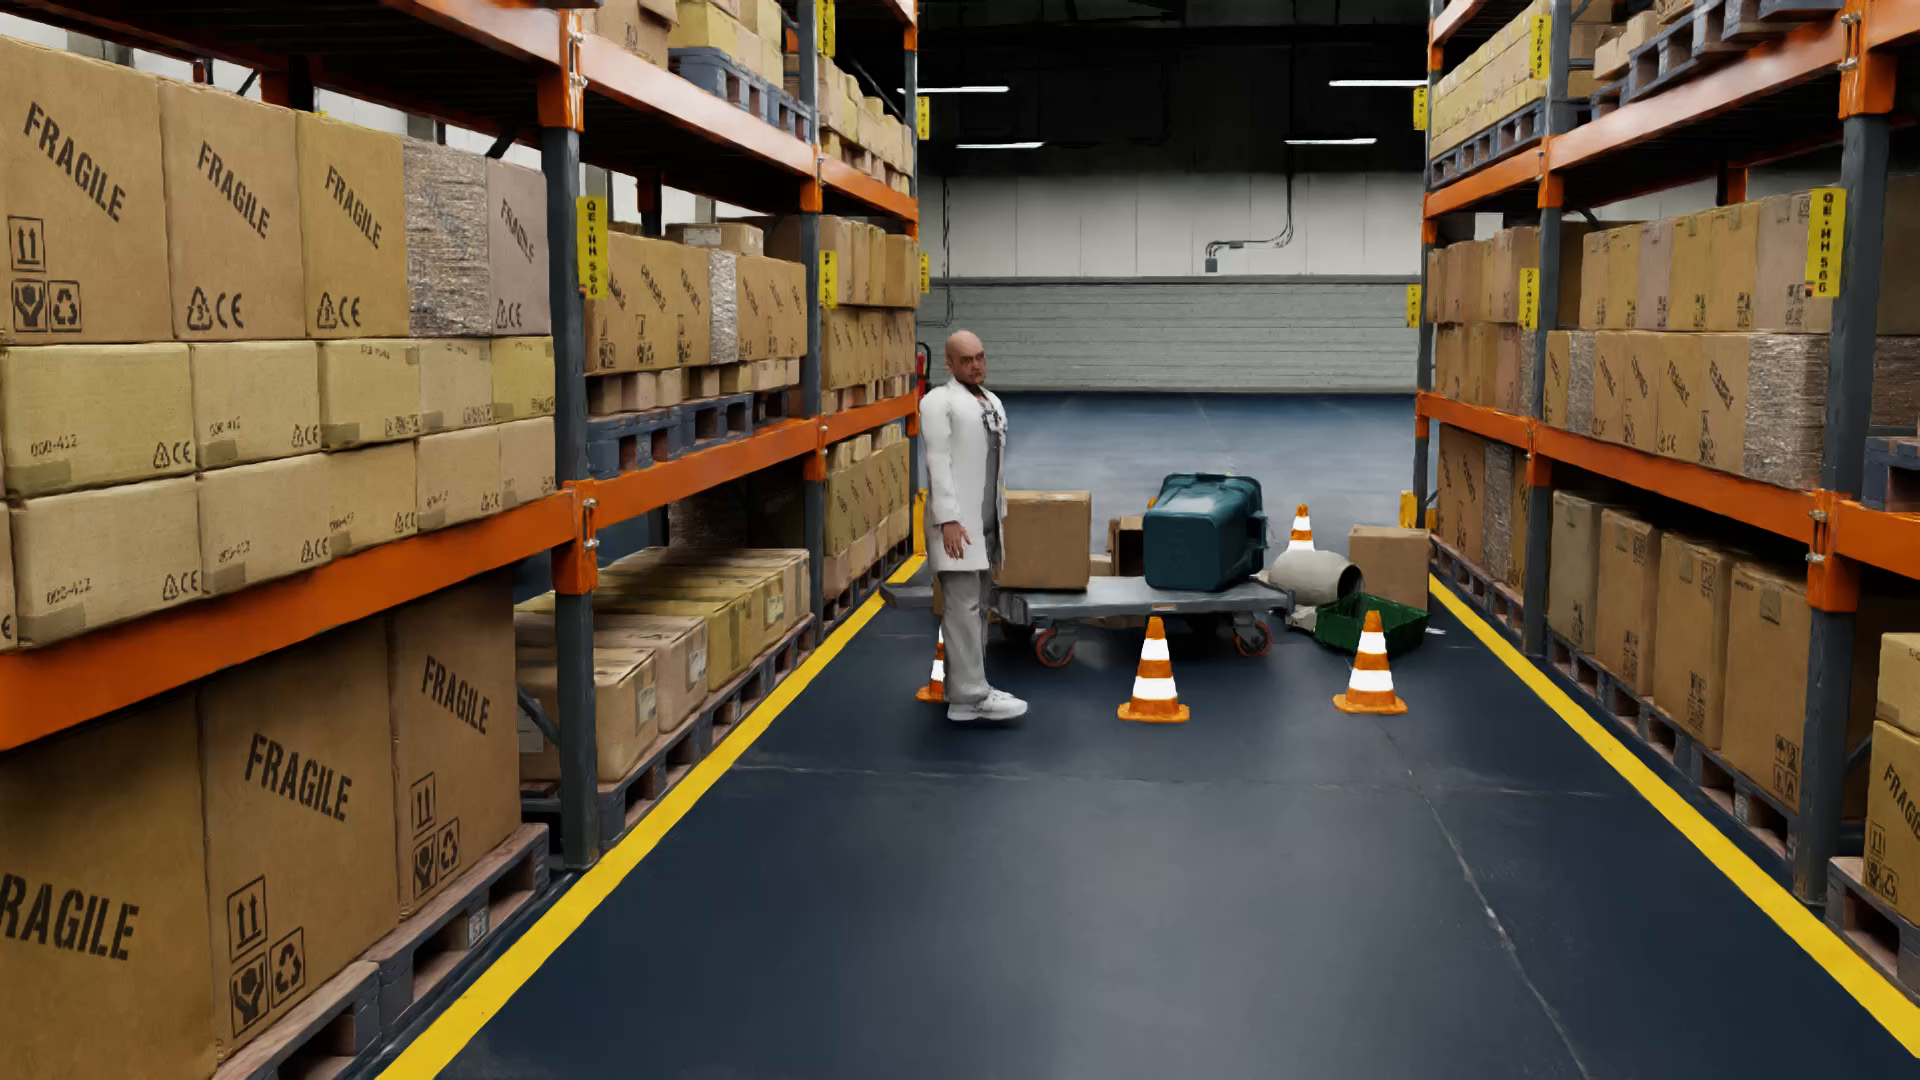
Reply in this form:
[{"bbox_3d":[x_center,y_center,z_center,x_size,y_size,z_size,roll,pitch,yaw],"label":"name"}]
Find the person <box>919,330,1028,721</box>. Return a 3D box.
[{"bbox_3d":[0.094,-0.072,7.693,0.557,1.782,0.622,5,9,33],"label":"person"}]
